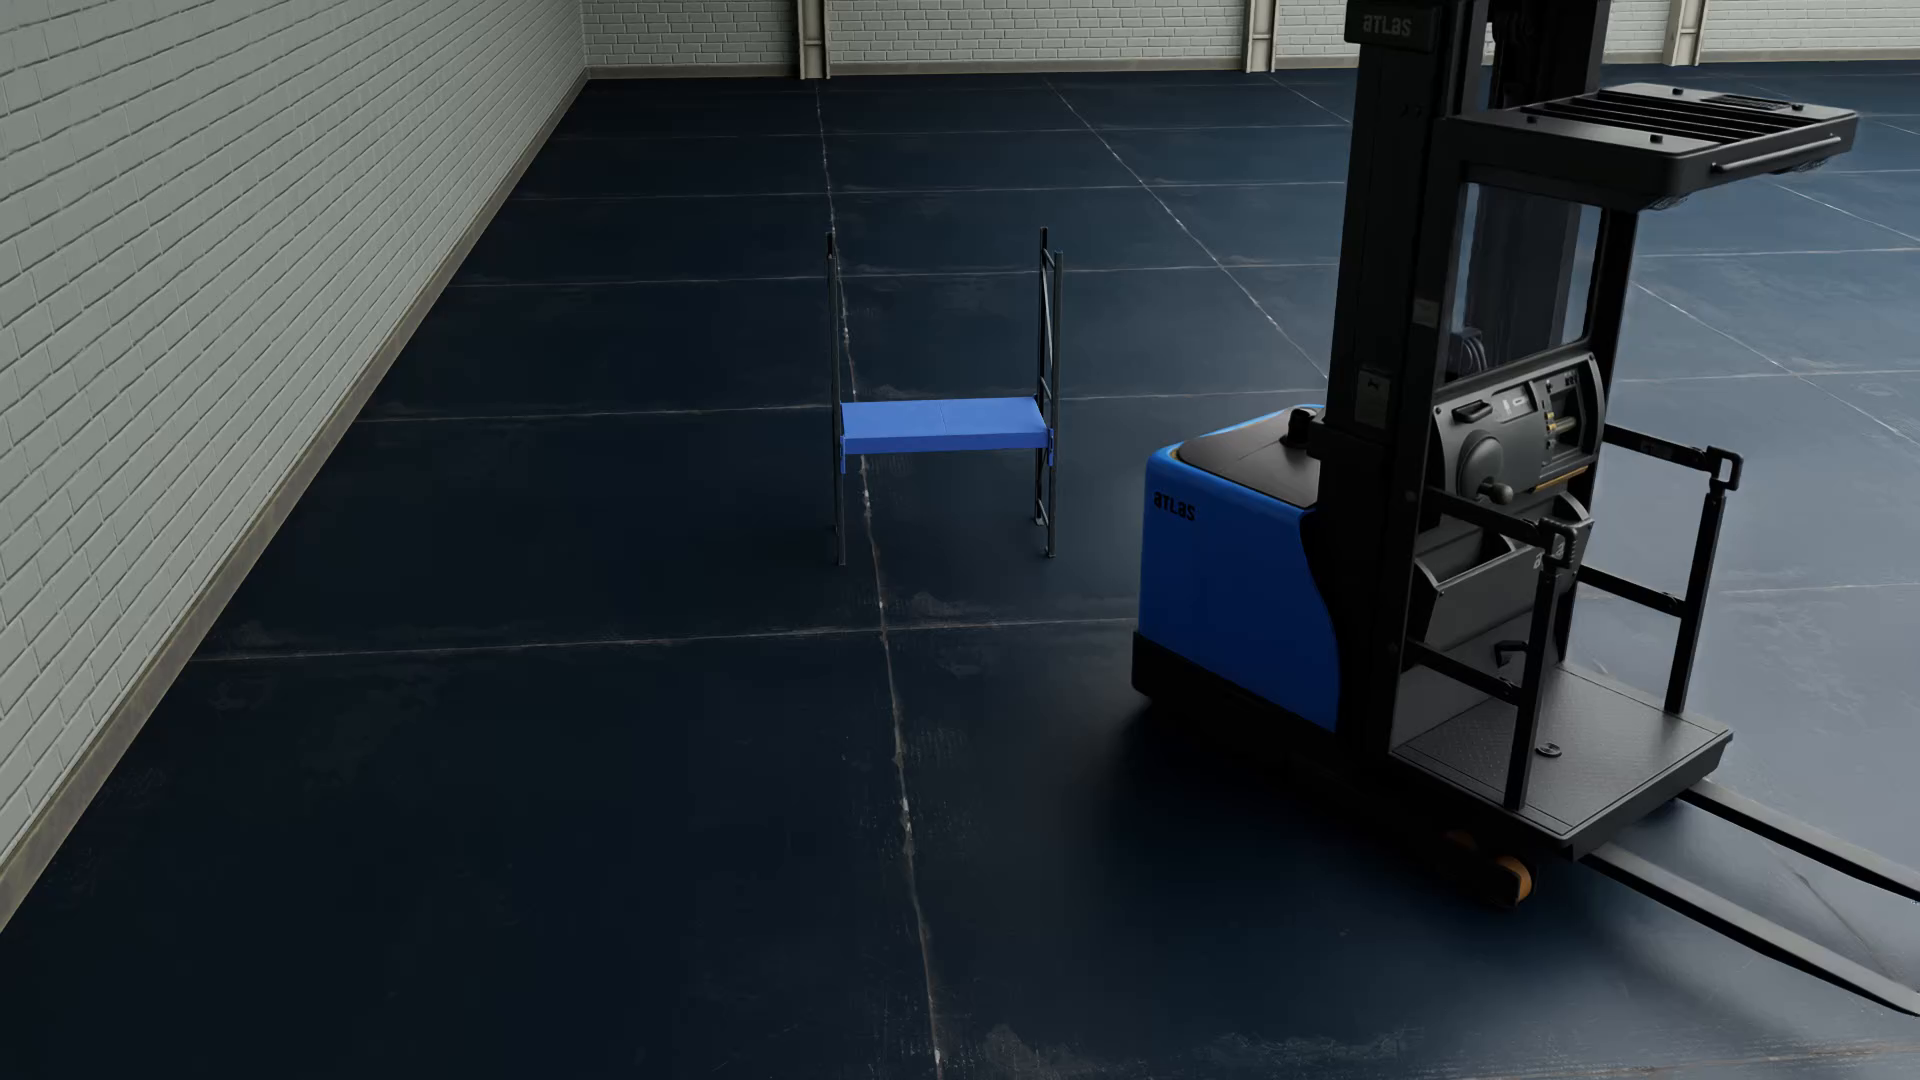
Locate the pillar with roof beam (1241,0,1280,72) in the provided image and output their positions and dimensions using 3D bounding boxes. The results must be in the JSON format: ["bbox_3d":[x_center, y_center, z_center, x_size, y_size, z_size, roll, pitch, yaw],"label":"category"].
[{"bbox_3d":[4.469,-8.757,16.872,0.400,9.000,9.100,-2,24,-5],"label":"pillar with roof beam"}]

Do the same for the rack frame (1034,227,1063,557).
[{"bbox_3d":[0.421,-0.702,7.983,0.032,1.500,0.500,-2,24,-5],"label":"rack frame"}]

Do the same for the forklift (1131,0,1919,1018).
[{"bbox_3d":[2.017,-0.354,5.437,1.130,2.935,3.031,-18,30,-35],"label":"forklift"}]

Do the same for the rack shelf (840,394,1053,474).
[{"bbox_3d":[-0.085,-0.518,8.011,1.000,0.185,0.538,-2,24,-5],"label":"rack shelf"}]

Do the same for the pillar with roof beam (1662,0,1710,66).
[{"bbox_3d":[10.440,-8.996,17.411,0.400,9.000,9.100,-2,24,-5],"label":"pillar with roof beam"}]

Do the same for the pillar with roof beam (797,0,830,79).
[{"bbox_3d":[-1.502,-8.517,16.333,0.400,9.000,9.100,-2,24,-5],"label":"pillar with roof beam"}]

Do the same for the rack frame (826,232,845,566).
[{"bbox_3d":[-0.591,-0.662,7.892,0.032,1.500,0.500,-2,24,-5],"label":"rack frame"}]

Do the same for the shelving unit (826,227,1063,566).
[{"bbox_3d":[-0.085,-0.682,7.938,1.048,1.500,0.538,-2,24,-5],"label":"shelving unit"}]
